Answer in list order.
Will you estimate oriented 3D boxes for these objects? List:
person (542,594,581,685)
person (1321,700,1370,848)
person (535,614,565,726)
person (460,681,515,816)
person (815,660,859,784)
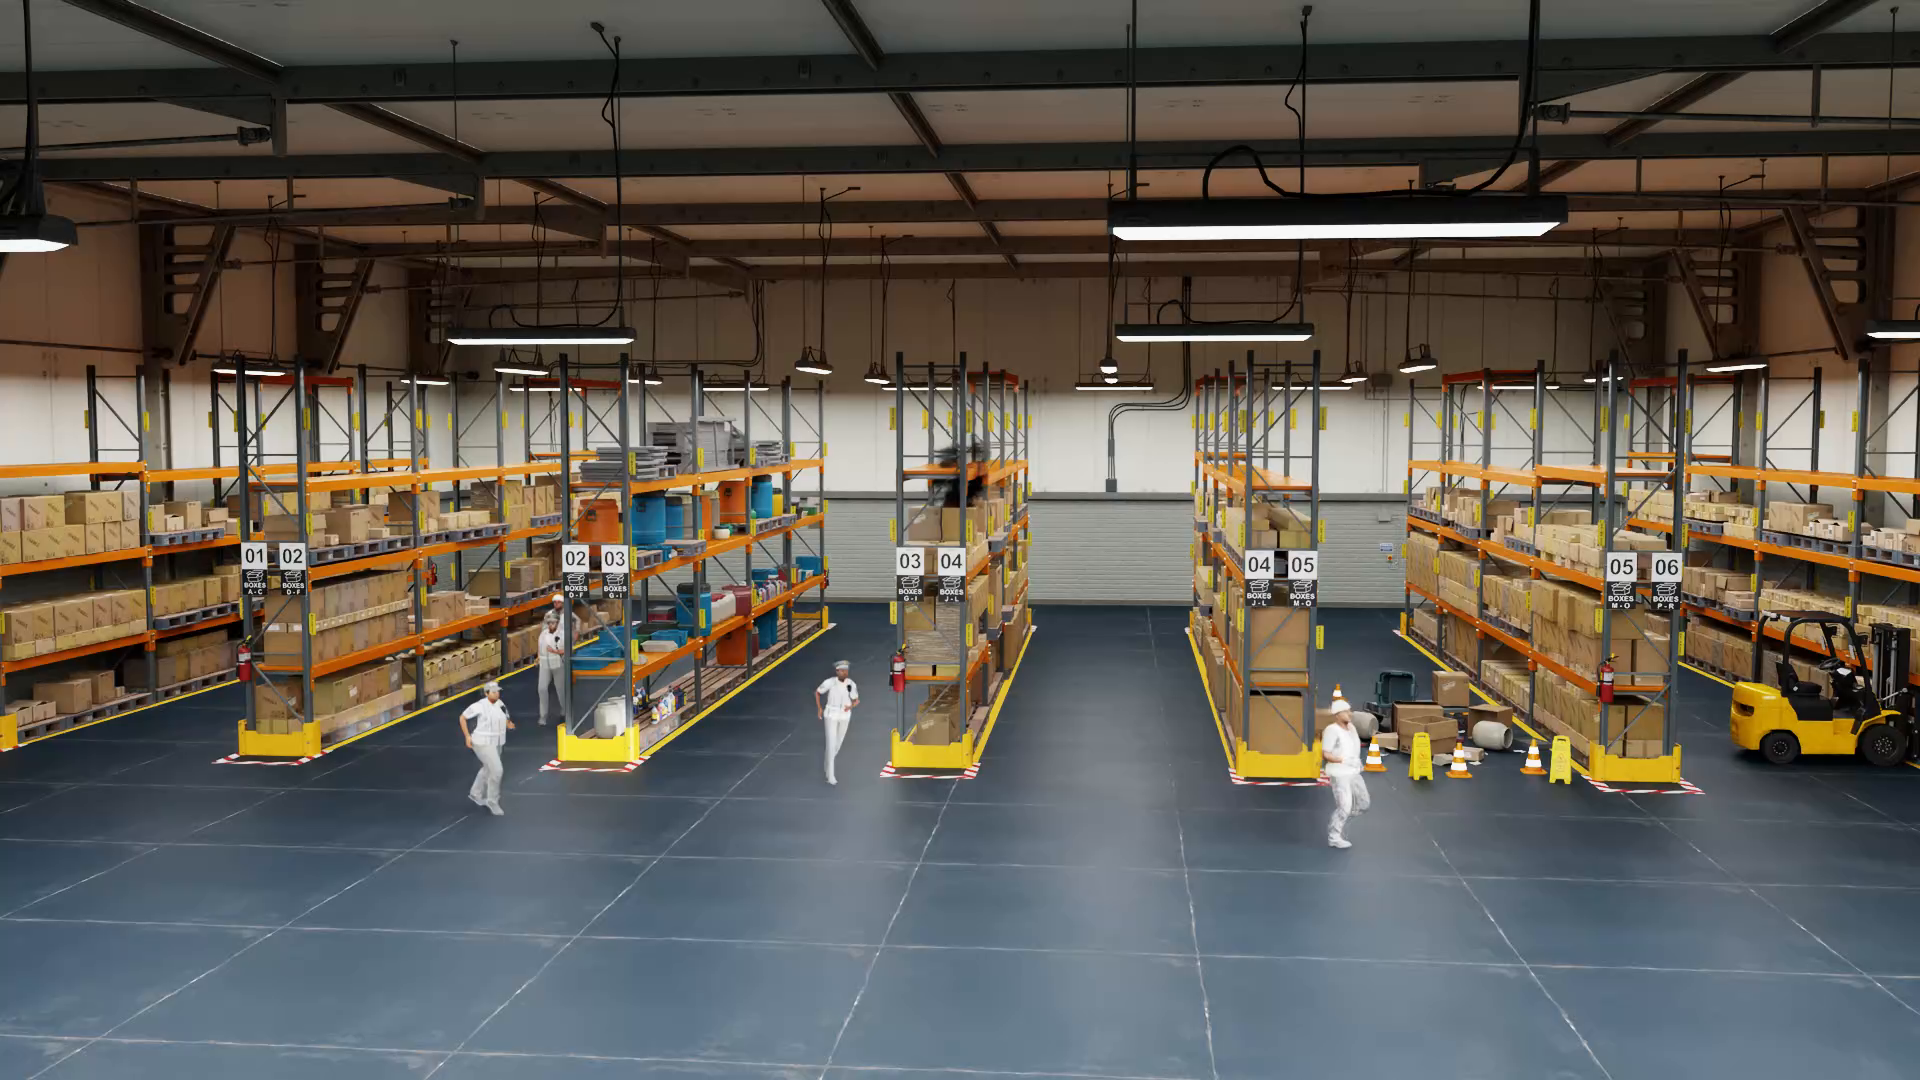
[{"bbox_3d":[-7.481,1.929,31.119,0.671,1.834,0.733,0,4,0],"label":"person"},{"bbox_3d":[4.538,2.742,19.449,0.669,1.737,0.589,-4,6,-43],"label":"person"},{"bbox_3d":[-6.791,2.142,27.738,0.637,1.828,0.830,0,4,3],"label":"person"},{"bbox_3d":[-6.036,2.665,21.335,0.821,1.724,0.570,2,5,26],"label":"person"},{"bbox_3d":[-1.712,2.540,23.356,0.604,1.712,0.793,-1,4,-20],"label":"person"}]
